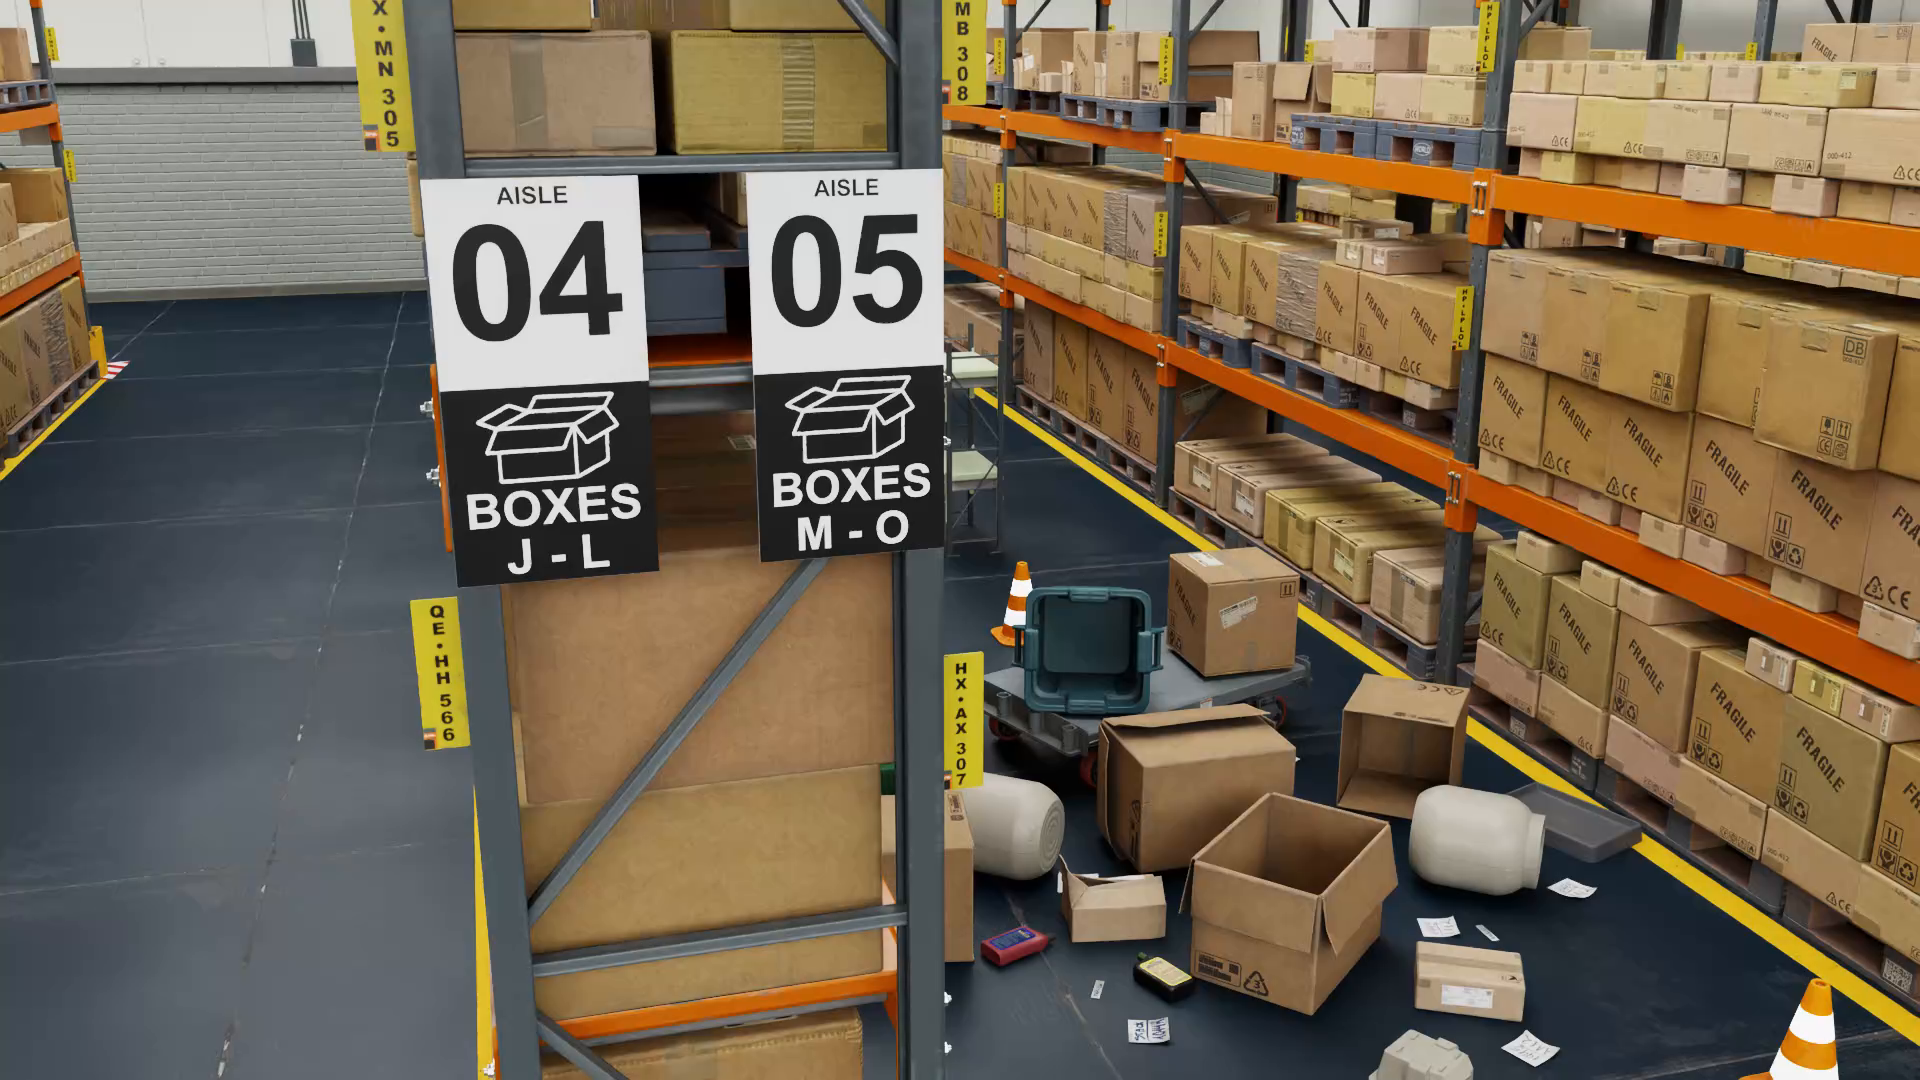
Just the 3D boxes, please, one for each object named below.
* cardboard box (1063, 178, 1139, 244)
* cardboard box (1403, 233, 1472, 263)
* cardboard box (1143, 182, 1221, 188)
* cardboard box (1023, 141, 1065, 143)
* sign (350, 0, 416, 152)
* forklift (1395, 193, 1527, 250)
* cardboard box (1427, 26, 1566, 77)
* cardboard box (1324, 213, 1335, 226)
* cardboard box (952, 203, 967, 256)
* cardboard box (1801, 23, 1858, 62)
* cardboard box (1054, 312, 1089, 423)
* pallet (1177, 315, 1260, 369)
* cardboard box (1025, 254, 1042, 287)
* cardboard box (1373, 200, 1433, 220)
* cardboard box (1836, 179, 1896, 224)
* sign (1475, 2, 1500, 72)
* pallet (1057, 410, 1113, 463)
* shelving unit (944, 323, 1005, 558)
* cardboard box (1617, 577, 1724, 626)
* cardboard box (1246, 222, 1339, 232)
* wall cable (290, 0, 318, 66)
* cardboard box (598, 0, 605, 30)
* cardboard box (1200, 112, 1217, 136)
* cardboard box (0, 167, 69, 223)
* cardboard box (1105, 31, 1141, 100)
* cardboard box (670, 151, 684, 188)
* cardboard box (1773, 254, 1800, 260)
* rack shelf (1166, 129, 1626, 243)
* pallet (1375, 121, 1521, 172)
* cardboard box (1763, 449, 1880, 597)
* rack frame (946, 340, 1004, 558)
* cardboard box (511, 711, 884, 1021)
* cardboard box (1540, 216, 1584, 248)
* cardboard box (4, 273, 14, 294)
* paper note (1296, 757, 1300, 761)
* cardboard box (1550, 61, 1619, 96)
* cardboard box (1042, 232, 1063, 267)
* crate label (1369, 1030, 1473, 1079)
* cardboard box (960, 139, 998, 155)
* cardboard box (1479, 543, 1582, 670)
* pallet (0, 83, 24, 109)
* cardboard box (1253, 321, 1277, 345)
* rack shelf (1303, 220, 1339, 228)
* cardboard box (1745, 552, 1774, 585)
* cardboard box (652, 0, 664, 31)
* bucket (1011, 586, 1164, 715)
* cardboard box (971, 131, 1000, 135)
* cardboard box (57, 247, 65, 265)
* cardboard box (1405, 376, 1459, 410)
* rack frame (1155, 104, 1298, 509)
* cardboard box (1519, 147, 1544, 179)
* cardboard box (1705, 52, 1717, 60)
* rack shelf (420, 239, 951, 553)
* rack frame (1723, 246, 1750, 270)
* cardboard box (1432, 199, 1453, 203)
[{"bbox_3d":[1.197,-2.798,14.140,0.500,0.500,0.500,-5,17,-16],"label":"cardboard box"},{"bbox_3d":[2.914,-1.775,10.099,0.380,0.149,0.250,-4,17,-12],"label":"cardboard box"},{"bbox_3d":[1.828,-2.692,13.789,0.500,0.500,0.500,-4,17,-14],"label":"cardboard box"},{"bbox_3d":[0.859,-3.991,16.986,0.380,0.149,0.250,-5,17,-16],"label":"cardboard box"},{"bbox_3d":[-1.057,-0.880,3.054,0.100,0.325,0.005,-5,17,-15],"label":"sign"},{"bbox_3d":[4.295,-2.074,13.761,1.130,2.935,3.031,-5,17,-16],"label":"forklift"},{"bbox_3d":[2.819,-2.578,8.768,0.500,0.250,0.500,-4,17,-14],"label":"cardboard box"},{"bbox_3d":[4.632,-3.891,20.128,0.380,0.149,0.250,-4,17,-14],"label":"cardboard box"},{"bbox_3d":[0.230,-3.271,17.454,0.500,0.500,0.500,-5,17,-16],"label":"cardboard box"},{"bbox_3d":[6.738,-3.636,12.552,0.500,0.500,0.500,-5,17,-15],"label":"cardboard box"},{"bbox_3d":[1.406,-1.605,15.043,0.875,0.875,0.875,-4,17,-14],"label":"cardboard box"},{"bbox_3d":[2.300,-1.448,11.893,1.213,0.211,1.003,-5,17,-15],"label":"pallet"},{"bbox_3d":[0.913,-2.478,15.248,0.500,0.250,0.500,-5,17,-17],"label":"cardboard box"},{"bbox_3d":[5.023,-3.697,18.791,0.500,0.250,0.500,-5,17,-16],"label":"cardboard box"},{"bbox_3d":[3.508,-1.265,6.173,0.380,0.149,0.250,-5,17,-17],"label":"cardboard box"},{"bbox_3d":[2.568,-2.450,8.099,0.100,0.325,0.005,-5,17,-15],"label":"sign"},{"bbox_3d":[1.526,-0.954,14.762,1.003,0.211,1.213,-5,17,-15],"label":"pallet"},{"bbox_3d":[0.002,-0.716,11.730,0.431,1.500,0.755,-5,17,-15],"label":"shelving unit"},{"bbox_3d":[3.200,0.264,7.479,0.380,0.149,0.250,-4,17,-12],"label":"cardboard box"},{"bbox_3d":[2.394,-2.017,12.031,0.500,0.500,0.500,-5,17,-17],"label":"cardboard box"},{"bbox_3d":[-7.965,-9.409,22.041,2.277,5.999,0.120,-5,17,-15],"label":"wall cable"},{"bbox_3d":[-1.223,-2.074,6.577,0.380,0.149,0.250,-5,17,-16],"label":"cardboard box"},{"bbox_3d":[1.925,-2.945,11.764,0.380,0.149,0.250,-5,17,-15],"label":"cardboard box"},{"bbox_3d":[-9.339,-3.474,16.744,0.500,0.500,0.500,-4,17,-15],"label":"cardboard box"},{"bbox_3d":[1.547,-3.673,12.849,0.700,0.500,0.500,-6,18,-18],"label":"cardboard box"},{"bbox_3d":[-0.595,-1.062,4.591,0.380,0.149,0.250,-5,17,-15],"label":"cardboard box"},{"bbox_3d":[6.652,-2.296,13.080,0.380,0.149,0.250,-4,17,-14],"label":"cardboard box"},{"bbox_3d":[2.551,-2.268,10.324,1.077,0.370,4.000,-5,17,-15],"label":"rack shelf"},{"bbox_3d":[3.034,-2.148,9.003,1.213,0.211,1.003,-5,17,-15],"label":"pallet"},{"bbox_3d":[3.519,-0.112,6.421,0.500,0.500,0.500,-5,17,-16],"label":"cardboard box"},{"bbox_3d":[0.102,-0.615,11.393,0.400,1.500,0.023,-5,17,-15],"label":"rack frame"},{"bbox_3d":[-0.677,0.732,4.039,0.875,0.550,0.550,-5,17,-15],"label":"cardboard box"},{"bbox_3d":[5.950,-2.966,15.708,0.700,0.500,0.500,-5,17,-16],"label":"cardboard box"},{"bbox_3d":[-8.606,-2.258,14.691,0.380,0.149,0.250,-5,17,-17],"label":"cardboard box"},{"bbox_3d":[1.606,1.081,8.301,0.148,0.019,0.142,-5,17,-15],"label":"paper note"},{"bbox_3d":[2.973,-2.138,7.693,0.380,0.149,0.250,-4,17,-14],"label":"cardboard box"},{"bbox_3d":[1.036,-2.575,14.703,0.500,0.250,0.500,-4,17,-15],"label":"cardboard box"},{"bbox_3d":[1.592,1.807,5.698,0.298,0.136,0.250,16,23,42],"label":"crate label"},{"bbox_3d":[0.221,-4.091,17.319,0.380,0.149,0.250,-5,17,-16],"label":"cardboard box"},{"bbox_3d":[3.004,0.319,8.423,0.500,0.500,0.500,-4,17,-13],"label":"cardboard box"},{"bbox_3d":[-9.172,-4.010,15.028,1.003,0.211,1.213,-5,17,-15],"label":"pallet"},{"bbox_3d":[2.186,-1.407,11.128,0.380,0.149,0.250,-4,17,-12],"label":"cardboard box"},{"bbox_3d":[5.124,-3.438,19.432,1.077,0.370,4.000,-5,17,-15],"label":"rack shelf"},{"bbox_3d":[3.491,0.093,6.864,0.380,0.149,0.250,-5,17,-15],"label":"cardboard box"},{"bbox_3d":[-0.665,-1.513,4.708,0.380,0.149,0.250,-5,17,-16],"label":"cardboard box"},{"bbox_3d":[0.624,0.492,8.148,0.726,0.611,0.620,1,7,4],"label":"bucket"},{"bbox_3d":[0.339,-4.563,18.888,0.380,0.149,0.250,-5,17,-16],"label":"cardboard box"},{"bbox_3d":[-9.169,-2.824,16.576,0.380,0.149,0.250,-5,17,-15],"label":"cardboard box"},{"bbox_3d":[2.694,-0.824,9.187,0.380,0.149,0.250,-4,17,-14],"label":"cardboard box"},{"bbox_3d":[2.002,-1.729,12.494,1.000,3.000,0.127,-5,17,-15],"label":"rack frame"},{"bbox_3d":[2.949,-1.832,8.060,0.380,0.149,0.250,-5,17,-16],"label":"cardboard box"},{"bbox_3d":[6.424,-3.973,13.802,0.380,0.149,0.250,-5,18,-17],"label":"cardboard box"},{"bbox_3d":[-1.081,-0.742,5.245,1.077,0.370,4.000,-5,17,-15],"label":"rack shelf"},{"bbox_3d":[6.773,-2.122,13.804,1.000,3.000,0.127,-5,17,-15],"label":"rack frame"},{"bbox_3d":[5.521,-4.092,18.799,0.500,0.500,0.500,-5,17,-17],"label":"cardboard box"}]
